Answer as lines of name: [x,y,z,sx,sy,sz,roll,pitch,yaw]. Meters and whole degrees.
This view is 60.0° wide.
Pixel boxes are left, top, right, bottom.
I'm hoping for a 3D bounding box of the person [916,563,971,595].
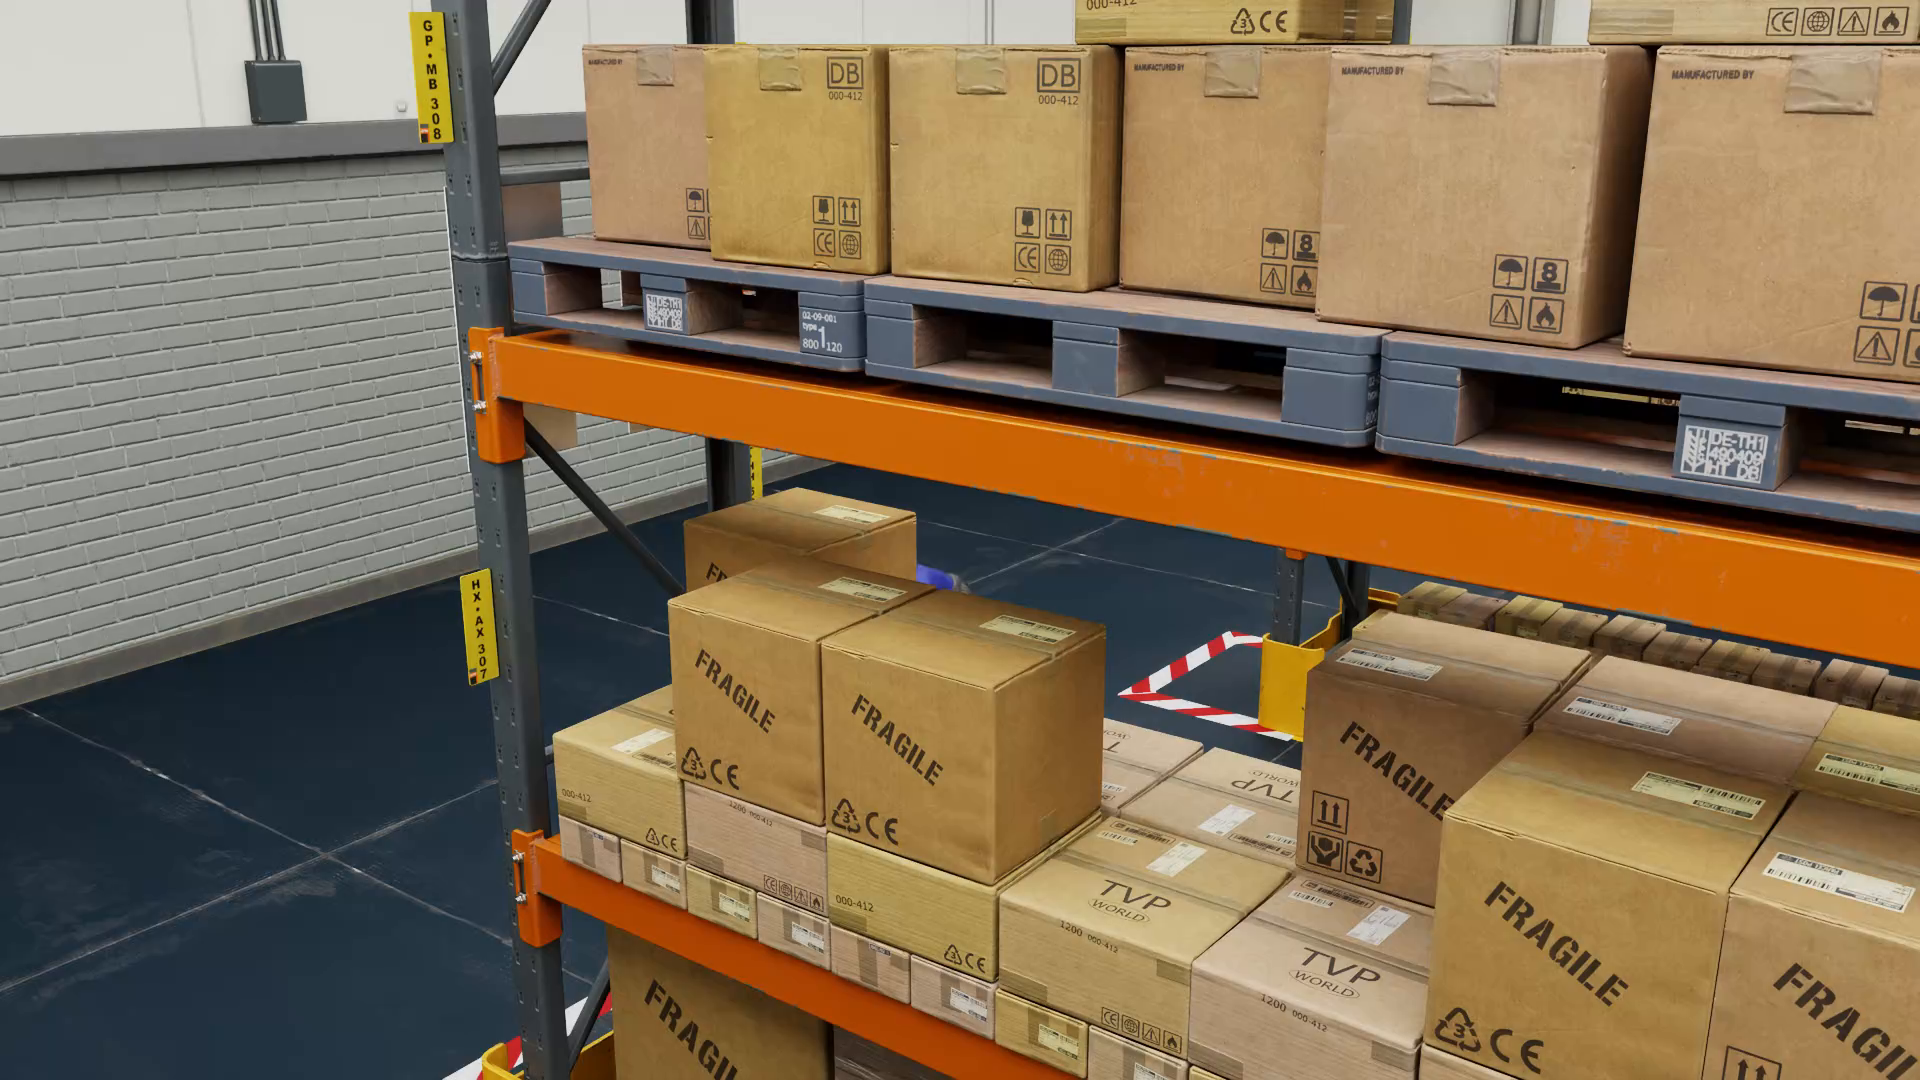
person: [-0.264,0.531,9.028,0.472,0.946,0.857,11,20,33]
